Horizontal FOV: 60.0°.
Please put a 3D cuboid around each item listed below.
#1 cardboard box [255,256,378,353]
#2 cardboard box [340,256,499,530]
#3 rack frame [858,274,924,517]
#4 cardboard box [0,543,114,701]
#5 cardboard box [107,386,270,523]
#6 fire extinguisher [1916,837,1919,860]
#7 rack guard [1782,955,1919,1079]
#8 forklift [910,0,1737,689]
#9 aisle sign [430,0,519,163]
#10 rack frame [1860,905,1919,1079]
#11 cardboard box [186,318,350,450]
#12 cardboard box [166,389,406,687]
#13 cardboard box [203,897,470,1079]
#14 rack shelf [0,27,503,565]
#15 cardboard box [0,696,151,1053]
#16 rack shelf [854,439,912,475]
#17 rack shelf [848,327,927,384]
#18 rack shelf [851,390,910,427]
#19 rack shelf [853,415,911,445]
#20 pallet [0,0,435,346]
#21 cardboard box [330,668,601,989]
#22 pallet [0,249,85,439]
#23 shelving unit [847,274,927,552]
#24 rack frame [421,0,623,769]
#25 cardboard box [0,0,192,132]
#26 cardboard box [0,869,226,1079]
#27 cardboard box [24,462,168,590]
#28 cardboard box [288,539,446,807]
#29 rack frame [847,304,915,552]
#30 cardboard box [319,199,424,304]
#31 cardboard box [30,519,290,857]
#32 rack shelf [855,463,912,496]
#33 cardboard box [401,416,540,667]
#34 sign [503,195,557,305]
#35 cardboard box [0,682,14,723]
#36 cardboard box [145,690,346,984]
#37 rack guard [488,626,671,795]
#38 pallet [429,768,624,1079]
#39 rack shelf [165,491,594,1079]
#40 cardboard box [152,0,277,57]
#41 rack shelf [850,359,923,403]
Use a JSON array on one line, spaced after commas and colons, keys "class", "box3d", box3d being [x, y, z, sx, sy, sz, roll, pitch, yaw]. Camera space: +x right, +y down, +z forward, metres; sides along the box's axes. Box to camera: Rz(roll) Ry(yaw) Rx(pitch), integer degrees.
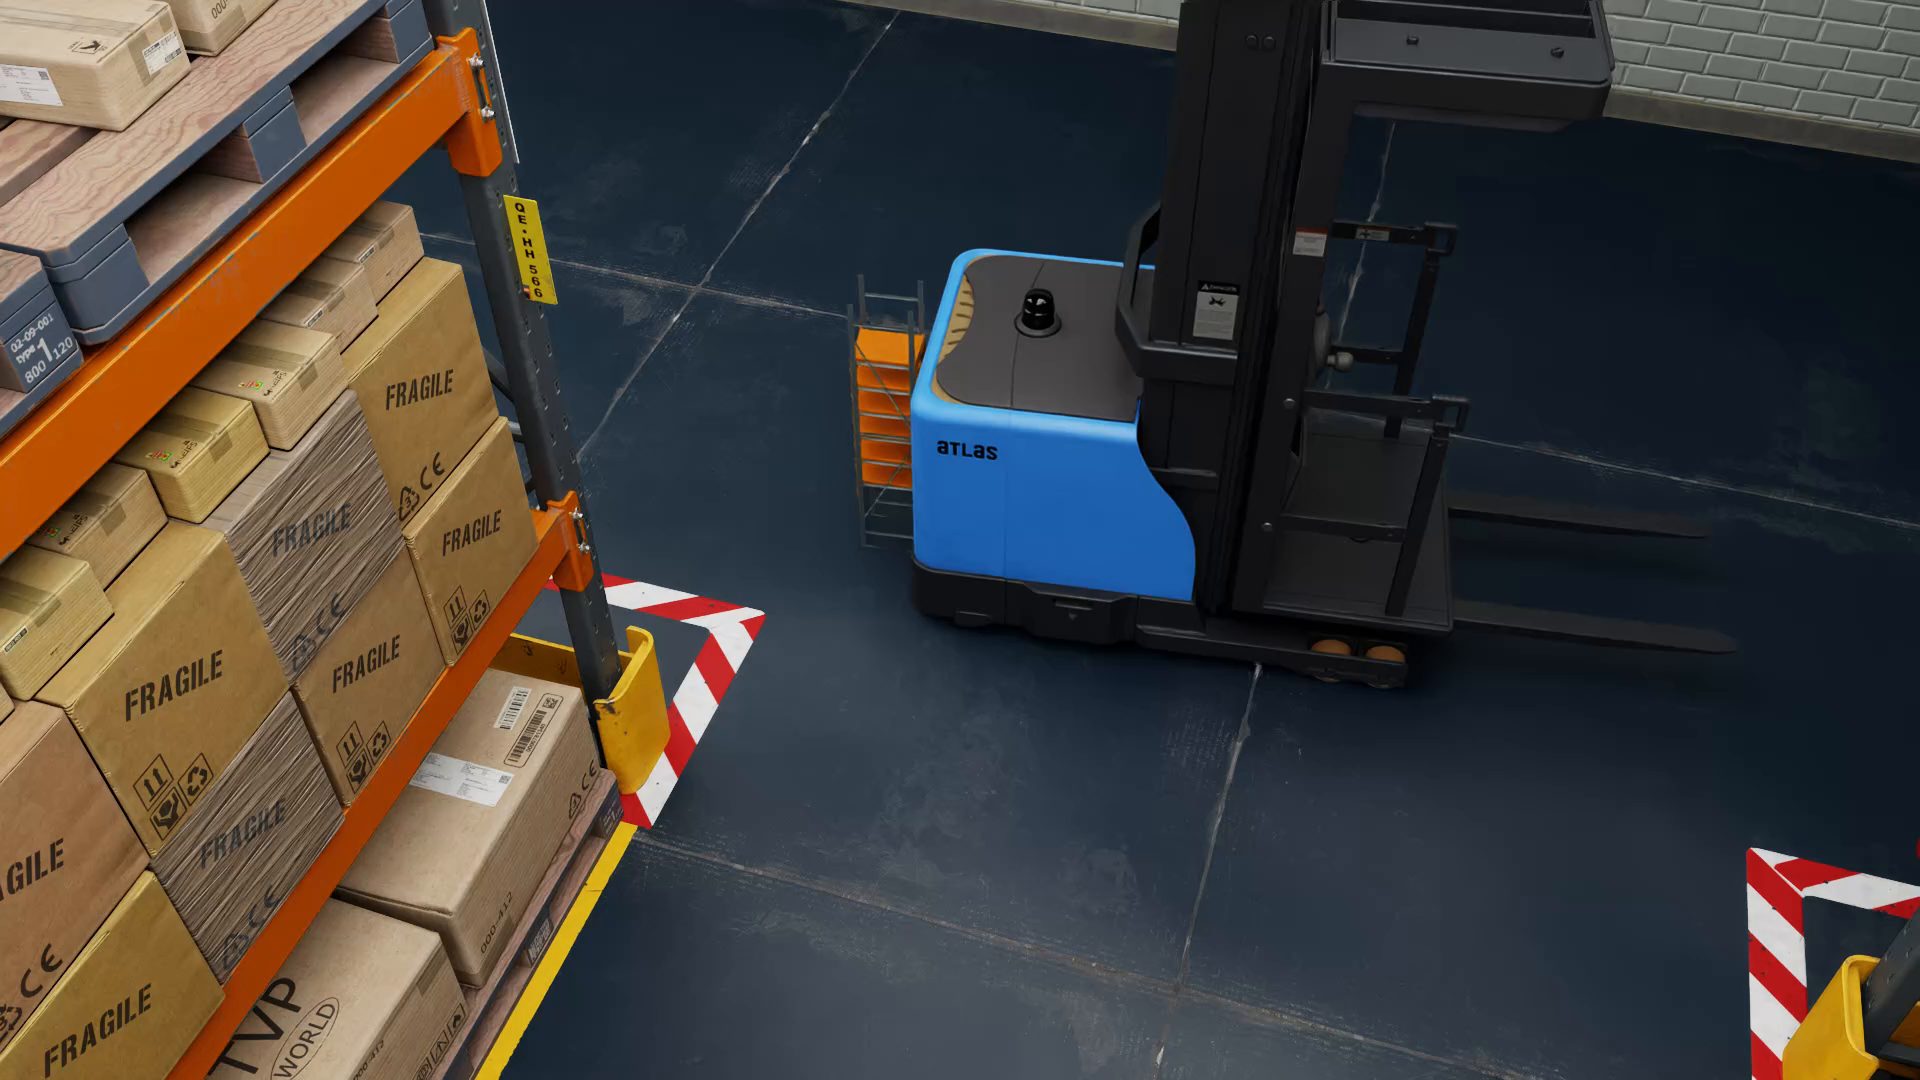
[{"class": "cardboard box", "box3d": [-1.620, -0.557, 3.924, 0.380, 0.149, 0.250, 13, 46, 13]}, {"class": "cardboard box", "box3d": [-1.567, -0.409, 4.237, 0.500, 0.500, 0.500, 14, 46, 14]}, {"class": "rack frame", "box3d": [-0.250, -0.517, 6.420, 0.240, 1.200, 0.006, 7, 45, 7]}, {"class": "cardboard box", "box3d": [-1.900, 0.131, 3.221, 0.380, 0.149, 0.250, 14, 46, 13]}, {"class": "cardboard box", "box3d": [-1.733, -0.208, 3.568, 0.380, 0.149, 0.250, 14, 46, 13]}, {"class": "fire extinguisher", "box3d": [2.688, 0.626, 4.288, 0.296, 0.674, 0.183, 13, 46, 13]}, {"class": "rack guard", "box3d": [3.061, 1.605, 4.752, 1.175, 0.500, 0.348, 13, 46, 13]}, {"class": "forklift", "box3d": [1.379, -0.899, 5.573, 3.031, 2.935, 1.130, 7, 45, 7]}, {"class": "aisle sign", "box3d": [-1.330, -1.299, 4.074, 0.394, 0.787, 0.004, 13, 46, 13]}, {"class": "rack frame", "box3d": [3.084, 0.661, 3.930, 1.000, 3.000, 0.127, 13, 46, 13]}, {"class": "cardboard box", "box3d": [-1.617, -0.367, 3.730, 0.380, 0.149, 0.250, 12, 46, 12]}, {"class": "cardboard box", "box3d": [-1.697, -0.055, 3.875, 0.500, 0.500, 0.500, 13, 46, 13]}, {"class": "cardboard box", "box3d": [-2.021, 1.451, 4.655, 0.875, 0.438, 0.875, 14, 46, 14]}, {"class": "rack shelf", "box3d": [-2.253, 0.130, 2.842, 1.077, 0.370, 4.000, 13, 46, 13]}, {"class": "cardboard box", "box3d": [-2.004, 0.609, 3.196, 0.500, 0.500, 0.500, 12, 46, 12]}, {"class": "rack shelf", "box3d": [-0.266, -0.336, 6.471, 0.258, 0.103, 0.180, 7, 45, 7]}, {"class": "rack shelf", "box3d": [-0.266, -0.679, 6.135, 0.258, 0.103, 0.180, 7, 45, 7]}, {"class": "rack shelf", "box3d": [-0.266, -0.508, 6.303, 0.258, 0.103, 0.180, 7, 45, 7]}, {"class": "rack shelf", "box3d": [-0.266, -0.422, 6.387, 0.258, 0.103, 0.180, 7, 45, 7]}, {"class": "pallet", "box3d": [-1.862, -0.932, 3.476, 1.003, 0.211, 1.213, 13, 46, 13]}, {"class": "cardboard box", "box3d": [-1.752, 0.839, 5.280, 0.875, 0.438, 0.875, 11, 45, 11]}, {"class": "pallet", "box3d": [-2.230, -0.116, 2.642, 1.003, 0.211, 1.213, 13, 46, 13]}, {"class": "shelving unit", "box3d": [-0.266, -0.454, 6.356, 0.258, 1.200, 0.189, 7, 45, 7]}, {"class": "rack frame", "box3d": [-1.648, -0.388, 5.002, 1.000, 3.000, 0.127, 13, 46, 13]}, {"class": "cardboard box", "box3d": [-1.749, -0.941, 3.230, 0.380, 0.149, 0.250, 9, 45, 9]}, {"class": "cardboard box", "box3d": [-1.998, 0.977, 3.535, 0.500, 0.500, 0.500, 14, 46, 14]}, {"class": "cardboard box", "box3d": [-1.880, -0.049, 3.405, 0.380, 0.149, 0.250, 12, 46, 12]}, {"class": "cardboard box", "box3d": [-1.708, 0.285, 4.242, 0.500, 0.500, 0.500, 12, 46, 12]}, {"class": "rack frame", "box3d": [-0.282, -0.391, 6.291, 0.240, 1.200, 0.006, 7, 45, 7]}, {"class": "cardboard box", "box3d": [-1.566, -0.731, 4.102, 0.380, 0.149, 0.250, 13, 46, 13]}, {"class": "cardboard box", "box3d": [-1.850, 0.274, 3.539, 0.500, 0.500, 0.500, 12, 46, 12]}, {"class": "rack shelf", "box3d": [-0.266, -0.250, 6.554, 0.258, 0.103, 0.180, 7, 45, 7]}, {"class": "cardboard box", "box3d": [-1.542, -0.046, 4.581, 0.500, 0.500, 0.500, 13, 46, 13]}, {"class": "sign", "box3d": [-1.135, -0.762, 4.387, 0.100, 0.325, 0.005, 13, 46, 13]}, {"class": "cardboard box", "box3d": [-1.997, 0.302, 3.047, 0.380, 0.149, 0.250, 14, 46, 14]}, {"class": "cardboard box", "box3d": [-1.854, 0.630, 3.890, 0.500, 0.500, 0.500, 14, 46, 14]}, {"class": "rack guard", "box3d": [-1.640, 0.489, 5.892, 1.175, 0.500, 0.348, 13, 46, 13]}, {"class": "pallet", "box3d": [-1.815, 1.158, 5.415, 1.003, 0.211, 1.213, 13, 46, 13]}, {"class": "rack shelf", "box3d": [-2.253, 1.202, 3.891, 1.077, 0.370, 4.000, 13, 46, 13]}, {"class": "cardboard box", "box3d": [-1.698, -1.273, 3.497, 0.500, 0.250, 0.500, 9, 45, 9]}, {"class": "rack shelf", "box3d": [-0.266, -0.593, 6.219, 0.258, 0.103, 0.180, 7, 45, 7]}]
